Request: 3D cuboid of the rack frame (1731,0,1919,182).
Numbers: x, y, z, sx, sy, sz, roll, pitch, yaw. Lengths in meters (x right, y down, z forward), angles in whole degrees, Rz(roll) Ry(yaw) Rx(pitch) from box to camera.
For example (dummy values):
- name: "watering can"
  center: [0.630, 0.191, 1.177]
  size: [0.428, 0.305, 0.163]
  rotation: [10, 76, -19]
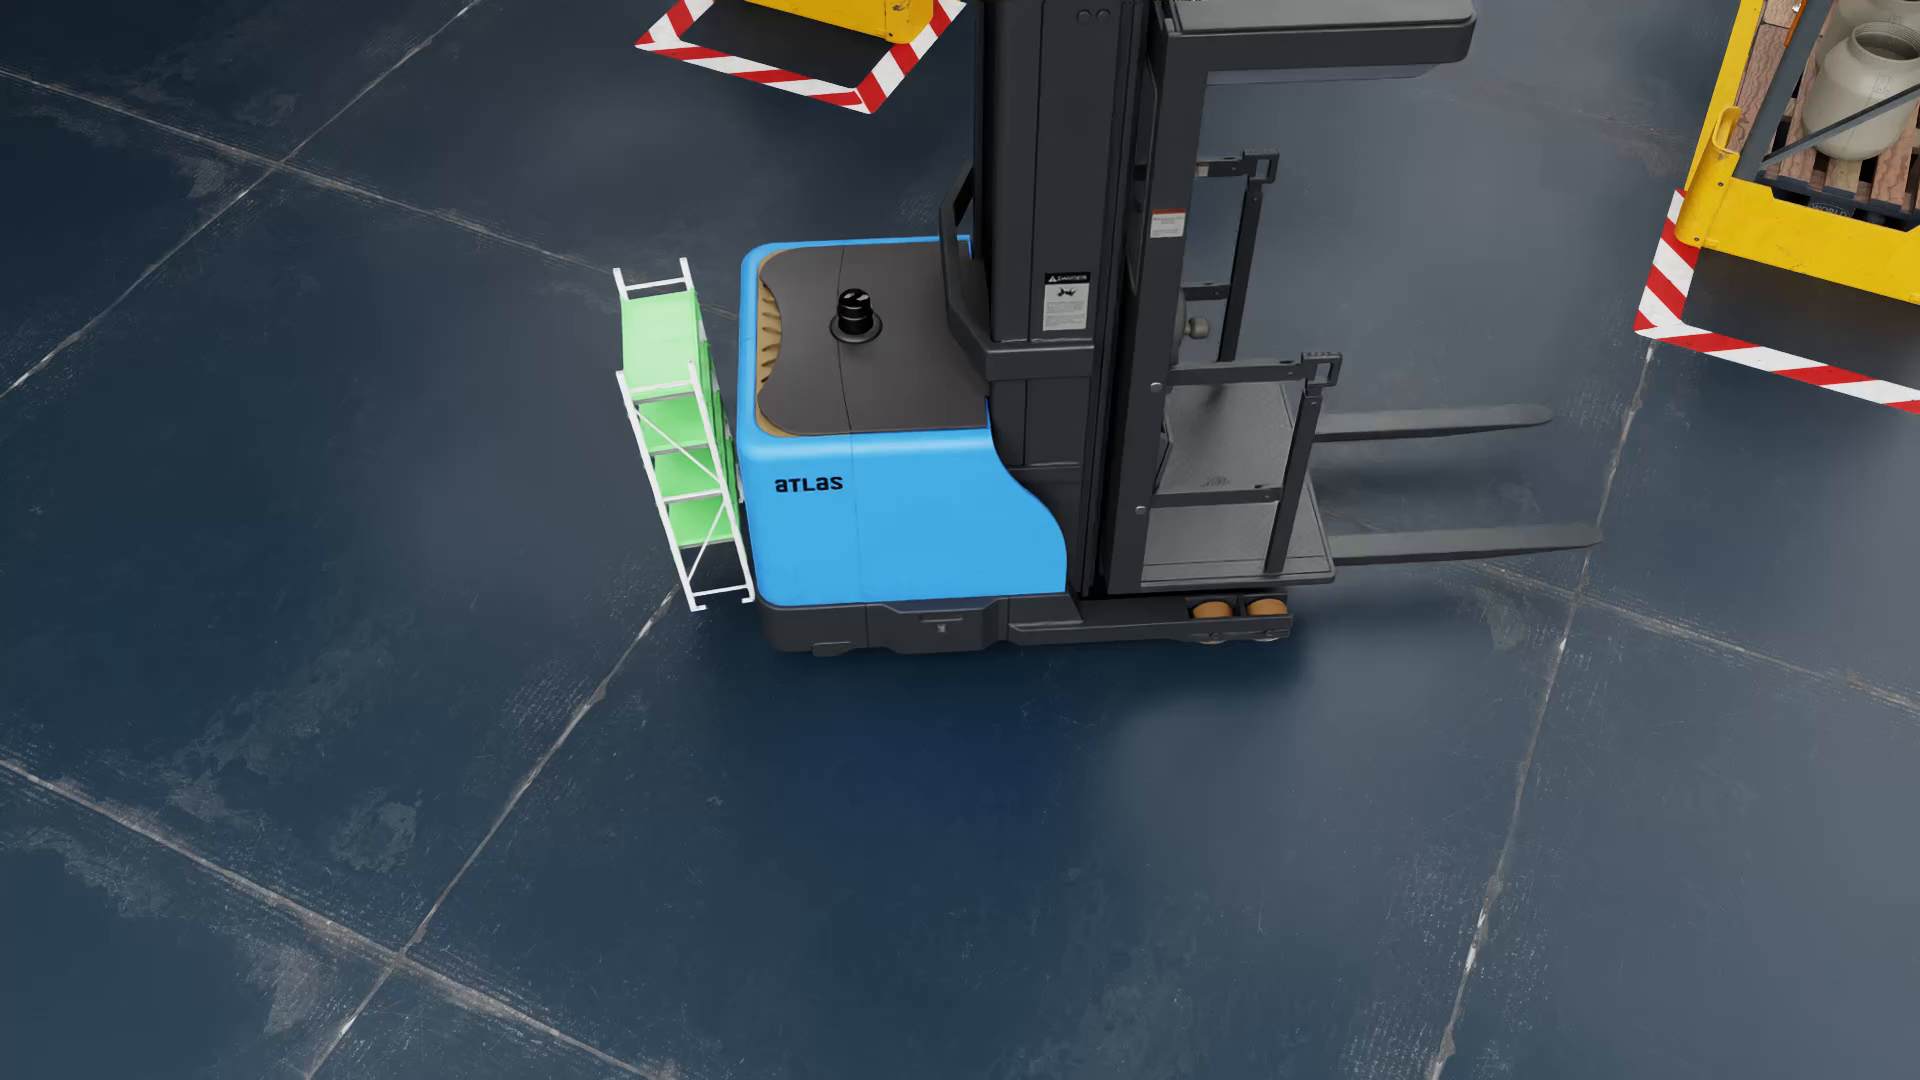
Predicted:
- name: "rack frame"
  center: [3.771, -2.164, 6.122]
  size: [1.000, 3.000, 0.127]
  rotation: [20, 52, 16]

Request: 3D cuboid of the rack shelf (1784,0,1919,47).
- name: "rack shelf"
  center: [4.625, -3.308, 7.568]
  size: [1.077, 0.370, 4.000]
  rotation: [20, 52, 16]

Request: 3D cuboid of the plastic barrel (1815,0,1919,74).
- name: "plastic barrel"
  center: [4.197, -2.317, 7.610]
  size: [0.421, 0.512, 0.421]
  rotation: [0, 50, 0]

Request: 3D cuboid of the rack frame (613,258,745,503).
- name: "rack frame"
  center: [-0.972, -0.516, 5.890]
  size: [0.240, 1.200, 0.015]
  rotation: [-9, 50, -3]

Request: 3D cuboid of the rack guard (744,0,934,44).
- name: "rack guard"
  center: [-0.716, -2.952, 8.433]
  size: [1.175, 0.500, 0.348]
  rotation: [20, 52, 16]

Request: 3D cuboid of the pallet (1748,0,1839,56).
- name: "pallet"
  center: [4.635, -2.723, 8.428]
  size: [1.003, 0.211, 1.213]
  rotation: [20, 52, 16]

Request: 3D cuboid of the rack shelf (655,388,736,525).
- name: "rack shelf"
  center: [-0.930, -0.291, 5.783]
  size: [0.258, 0.148, 0.480]
  rotation: [-9, 50, -3]

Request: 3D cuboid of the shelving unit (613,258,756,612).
- name: "shelving unit"
  center: [-0.935, -0.332, 5.734]
  size: [0.258, 1.200, 0.503]
  rotation: [-9, 50, -3]

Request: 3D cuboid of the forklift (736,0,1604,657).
- name: "forklift"
  center: [0.777, -0.981, 5.160]
  size: [3.031, 2.935, 1.130]
  rotation: [-3, 50, -2]

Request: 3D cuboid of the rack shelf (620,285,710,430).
- name: "rack shelf"
  center: [-0.963, -0.598, 5.415]
  size: [0.258, 0.148, 0.480]
  rotation: [-9, 50, -3]

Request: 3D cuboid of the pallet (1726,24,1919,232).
- name: "pallet"
  center: [4.113, -1.886, 7.716]
  size: [1.003, 0.211, 1.213]
  rotation: [20, 52, 16]

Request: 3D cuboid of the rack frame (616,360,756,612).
- name: "rack frame"
  center: [-0.898, -0.149, 5.577]
  size: [0.240, 1.200, 0.015]
  rotation: [-9, 50, -3]

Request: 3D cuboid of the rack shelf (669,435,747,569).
- name: "rack shelf"
  center: [-0.914, -0.138, 5.967]
  size: [0.258, 0.148, 0.480]
  rotation: [-9, 50, -3]

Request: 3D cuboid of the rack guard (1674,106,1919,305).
- name: "rack guard"
  center: [3.761, -1.422, 7.131]
  size: [1.175, 0.500, 0.348]
  rotation: [20, 52, 16]

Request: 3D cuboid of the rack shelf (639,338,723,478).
- name: "rack shelf"
  center: [-0.947, -0.445, 5.599]
  size: [0.258, 0.148, 0.480]
  rotation: [-9, 50, -3]

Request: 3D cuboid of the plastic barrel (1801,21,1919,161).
- name: "plastic barrel"
  center: [3.983, -1.972, 7.316]
  size: [0.421, 0.512, 0.421]
  rotation: [0, 50, 0]
